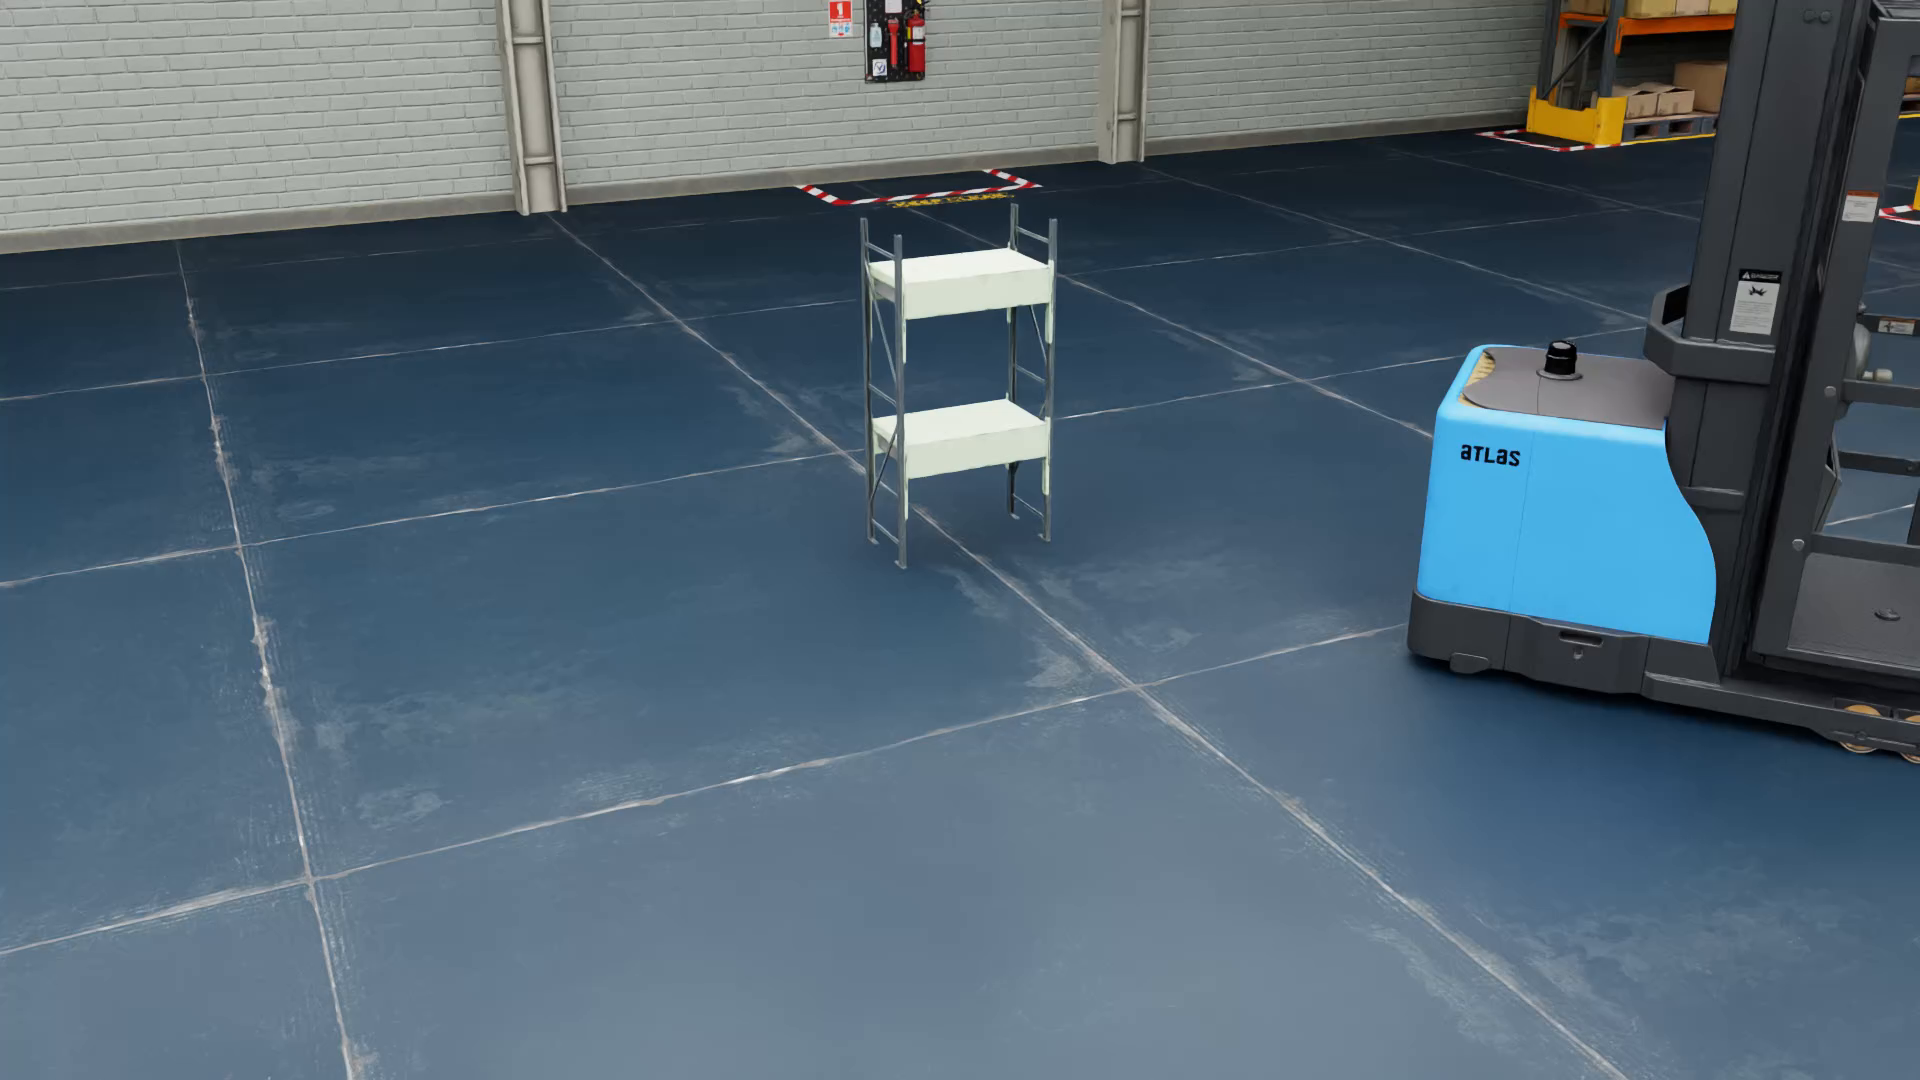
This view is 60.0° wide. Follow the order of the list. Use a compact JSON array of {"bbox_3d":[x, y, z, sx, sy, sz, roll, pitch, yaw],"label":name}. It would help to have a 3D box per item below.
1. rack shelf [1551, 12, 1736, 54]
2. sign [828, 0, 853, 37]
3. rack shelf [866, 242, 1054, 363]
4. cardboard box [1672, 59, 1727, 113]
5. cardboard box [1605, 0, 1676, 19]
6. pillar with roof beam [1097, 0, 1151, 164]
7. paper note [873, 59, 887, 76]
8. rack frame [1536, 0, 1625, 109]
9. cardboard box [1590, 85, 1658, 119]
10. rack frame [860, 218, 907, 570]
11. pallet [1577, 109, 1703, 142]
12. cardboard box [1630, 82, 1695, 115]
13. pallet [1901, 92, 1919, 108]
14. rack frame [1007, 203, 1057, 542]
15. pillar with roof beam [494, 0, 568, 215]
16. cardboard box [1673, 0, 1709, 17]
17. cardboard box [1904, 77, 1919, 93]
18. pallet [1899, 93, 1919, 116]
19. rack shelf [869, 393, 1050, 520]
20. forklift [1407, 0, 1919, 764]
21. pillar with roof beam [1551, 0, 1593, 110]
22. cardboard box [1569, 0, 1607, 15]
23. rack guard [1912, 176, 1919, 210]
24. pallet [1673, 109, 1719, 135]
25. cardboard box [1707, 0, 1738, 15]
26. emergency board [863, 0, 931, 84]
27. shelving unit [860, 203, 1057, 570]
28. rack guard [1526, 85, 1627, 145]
[{"bbox_3d":[8.619,-5.908,19.041,4.000,0.370,1.077,-10,25,-24],"label":"rack shelf"},{"bbox_3d":[-1.120,-4.891,15.597,0.234,0.329,0.001,-10,25,-24],"label":"sign"},{"bbox_3d":[-0.006,-1.052,7.311,0.720,0.370,0.431,-10,25,-24],"label":"rack shelf"},{"bbox_3d":[8.676,-5.239,19.179,0.500,0.500,0.700,-12,25,-27],"label":"cardboard box"},{"bbox_3d":[7.395,-5.820,18.058,0.500,0.250,0.500,-11,25,-25],"label":"cardboard box"},{"bbox_3d":[3.533,-6.616,11.966,0.400,9.000,9.100,-10,25,-24],"label":"pillar with roof beam"},{"bbox_3d":[-0.766,-4.518,15.894,0.142,0.148,0.016,-10,25,-24],"label":"paper note"},{"bbox_3d":[6.817,-5.908,18.102,0.127,3.000,1.000,-10,25,-24],"label":"rack frame"},{"bbox_3d":[7.480,-4.953,18.734,0.500,0.311,0.500,-14,26,-30],"label":"cardboard box"},{"bbox_3d":[-0.336,-0.631,7.314,0.023,1.500,0.400,-10,25,-24],"label":"rack frame"},{"bbox_3d":[7.633,-4.755,18.961,1.213,0.211,1.003,-10,25,-24],"label":"pallet"},{"bbox_3d":[7.993,-5.048,18.962,0.500,0.311,0.500,-8,24,-19],"label":"cardboard box"},{"bbox_3d":[12.223,-5.617,21.043,1.213,0.211,1.003,-10,25,-24],"label":"pallet"},{"bbox_3d":[0.324,-0.753,7.607,0.023,1.500,0.400,-10,25,-24],"label":"rack frame"},{"bbox_3d":[-1.873,-5.620,9.562,0.400,9.000,9.100,-10,25,-24],"label":"pillar with roof beam"},{"bbox_3d":[7.856,-5.911,18.278,0.500,0.250,0.500,-11,25,-25],"label":"cardboard box"},{"bbox_3d":[11.521,-5.851,20.656,0.500,0.500,0.700,-11,25,-25],"label":"cardboard box"},{"bbox_3d":[11.122,-5.413,20.551,1.213,0.211,1.003,-10,25,-24],"label":"pallet"},{"bbox_3d":[-0.006,-0.391,7.585,0.720,0.370,0.431,-10,25,-24],"label":"rack shelf"},{"bbox_3d":[3.326,-0.798,5.846,3.031,2.935,1.130,9,24,22],"label":"forklift"},{"bbox_3d":[8.940,-7.611,14.371,0.400,9.000,9.100,-10,25,-24],"label":"pillar with roof beam"},{"bbox_3d":[7.154,-5.993,18.475,0.500,0.250,0.500,-10,25,-23],"label":"cardboard box"},{"bbox_3d":[8.947,-3.043,14.447,0.348,0.500,1.175,-10,25,-24],"label":"rack guard"},{"bbox_3d":[8.731,-4.956,19.447,1.213,0.211,1.003,-10,25,-24],"label":"pallet"},{"bbox_3d":[8.318,-5.993,18.477,0.500,0.250,0.500,-11,25,-24],"label":"cardboard box"},{"bbox_3d":[-0.577,-4.931,15.739,0.643,1.169,0.194,-10,25,-24],"label":"emergency board"},{"bbox_3d":[-0.006,-0.692,7.460,0.755,1.500,0.431,-10,25,-24],"label":"shelving unit"},{"bbox_3d":[6.886,-4.766,18.610,0.348,0.500,1.175,-10,25,-24],"label":"rack guard"}]
